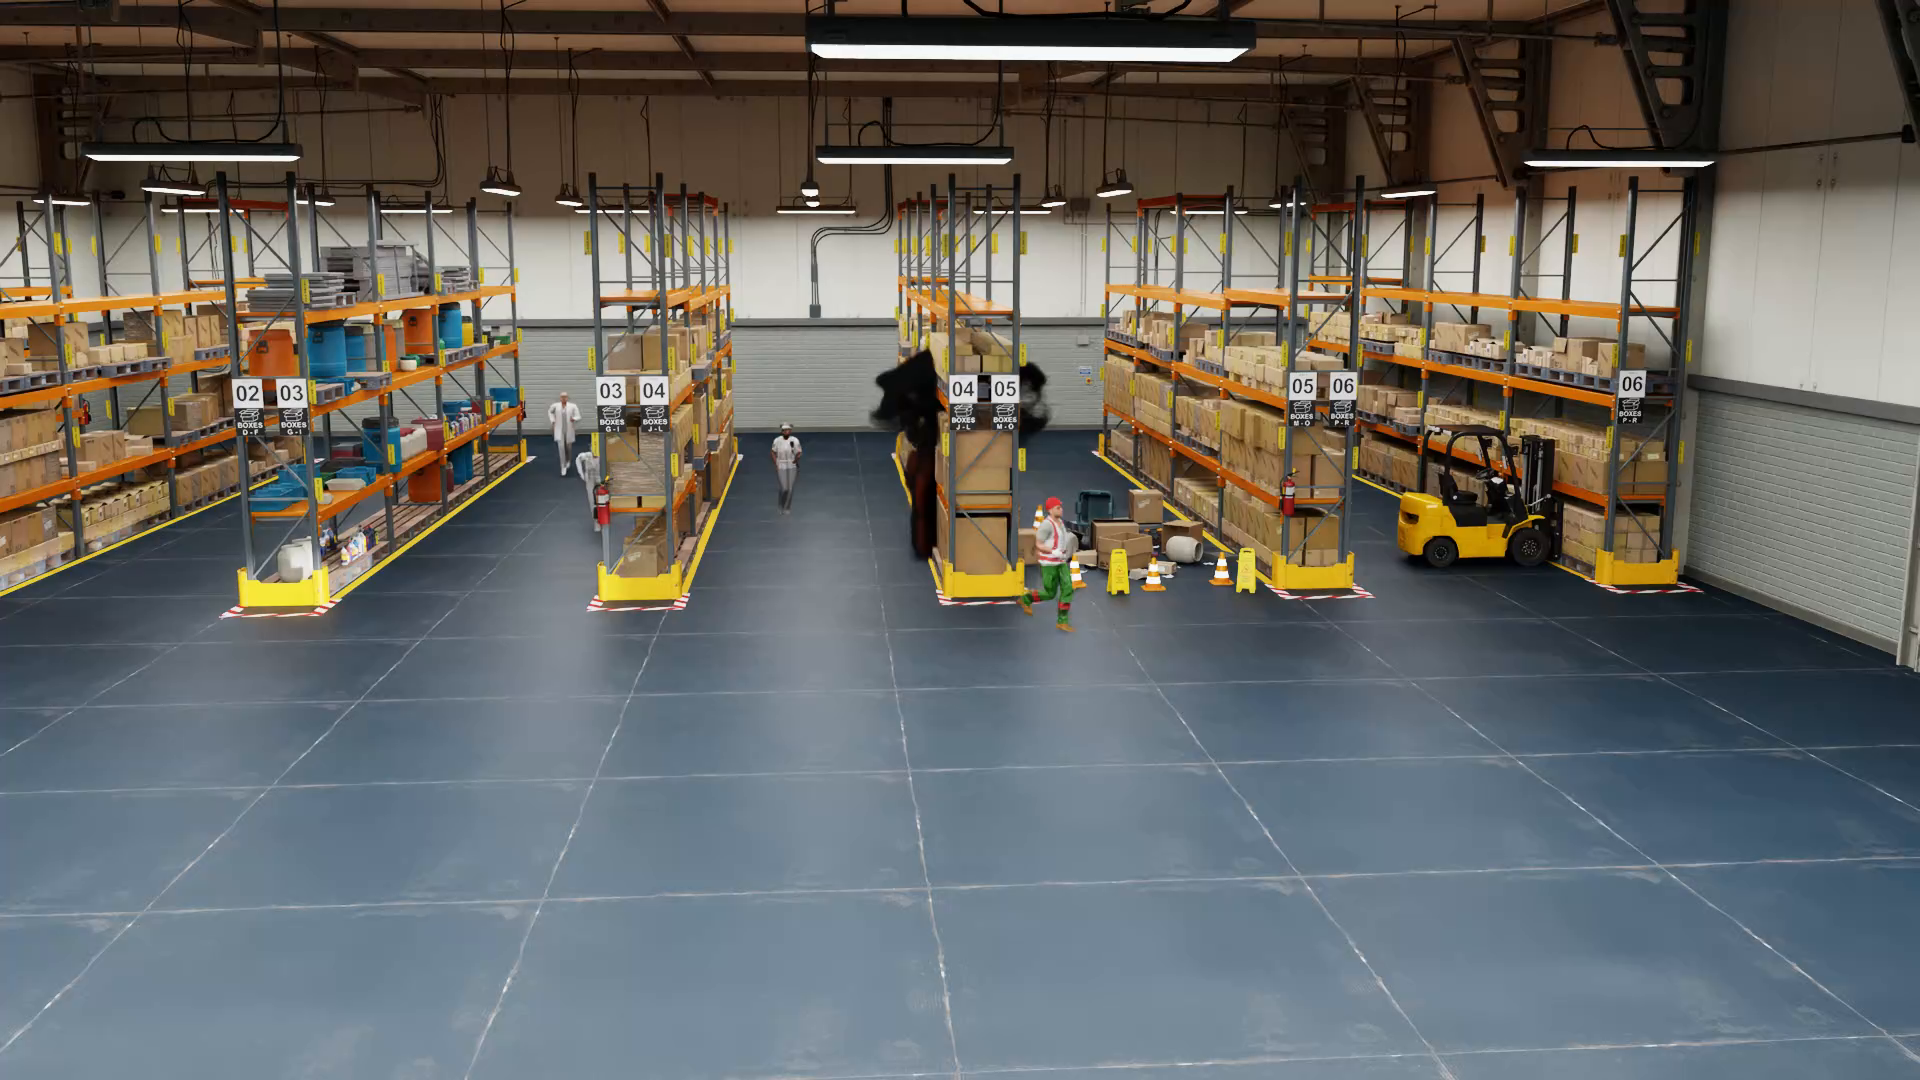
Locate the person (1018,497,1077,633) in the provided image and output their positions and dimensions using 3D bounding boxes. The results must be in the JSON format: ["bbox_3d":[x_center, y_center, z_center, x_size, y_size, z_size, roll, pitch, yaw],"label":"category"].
[{"bbox_3d":[1.205,0.313,21.940,0.812,1.781,0.666,7,12,34],"label":"person"}]

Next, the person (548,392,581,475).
[{"bbox_3d":[-8.818,-2.405,37.129,0.704,1.801,1.046,-2,10,-14],"label":"person"}]

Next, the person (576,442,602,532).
[{"bbox_3d":[-6.550,-0.996,29.907,0.656,1.624,0.980,-1,10,-7],"label":"person"}]

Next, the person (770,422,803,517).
[{"bbox_3d":[-3.049,-1.241,29.354,0.561,1.703,0.569,-2,10,-10],"label":"person"}]
